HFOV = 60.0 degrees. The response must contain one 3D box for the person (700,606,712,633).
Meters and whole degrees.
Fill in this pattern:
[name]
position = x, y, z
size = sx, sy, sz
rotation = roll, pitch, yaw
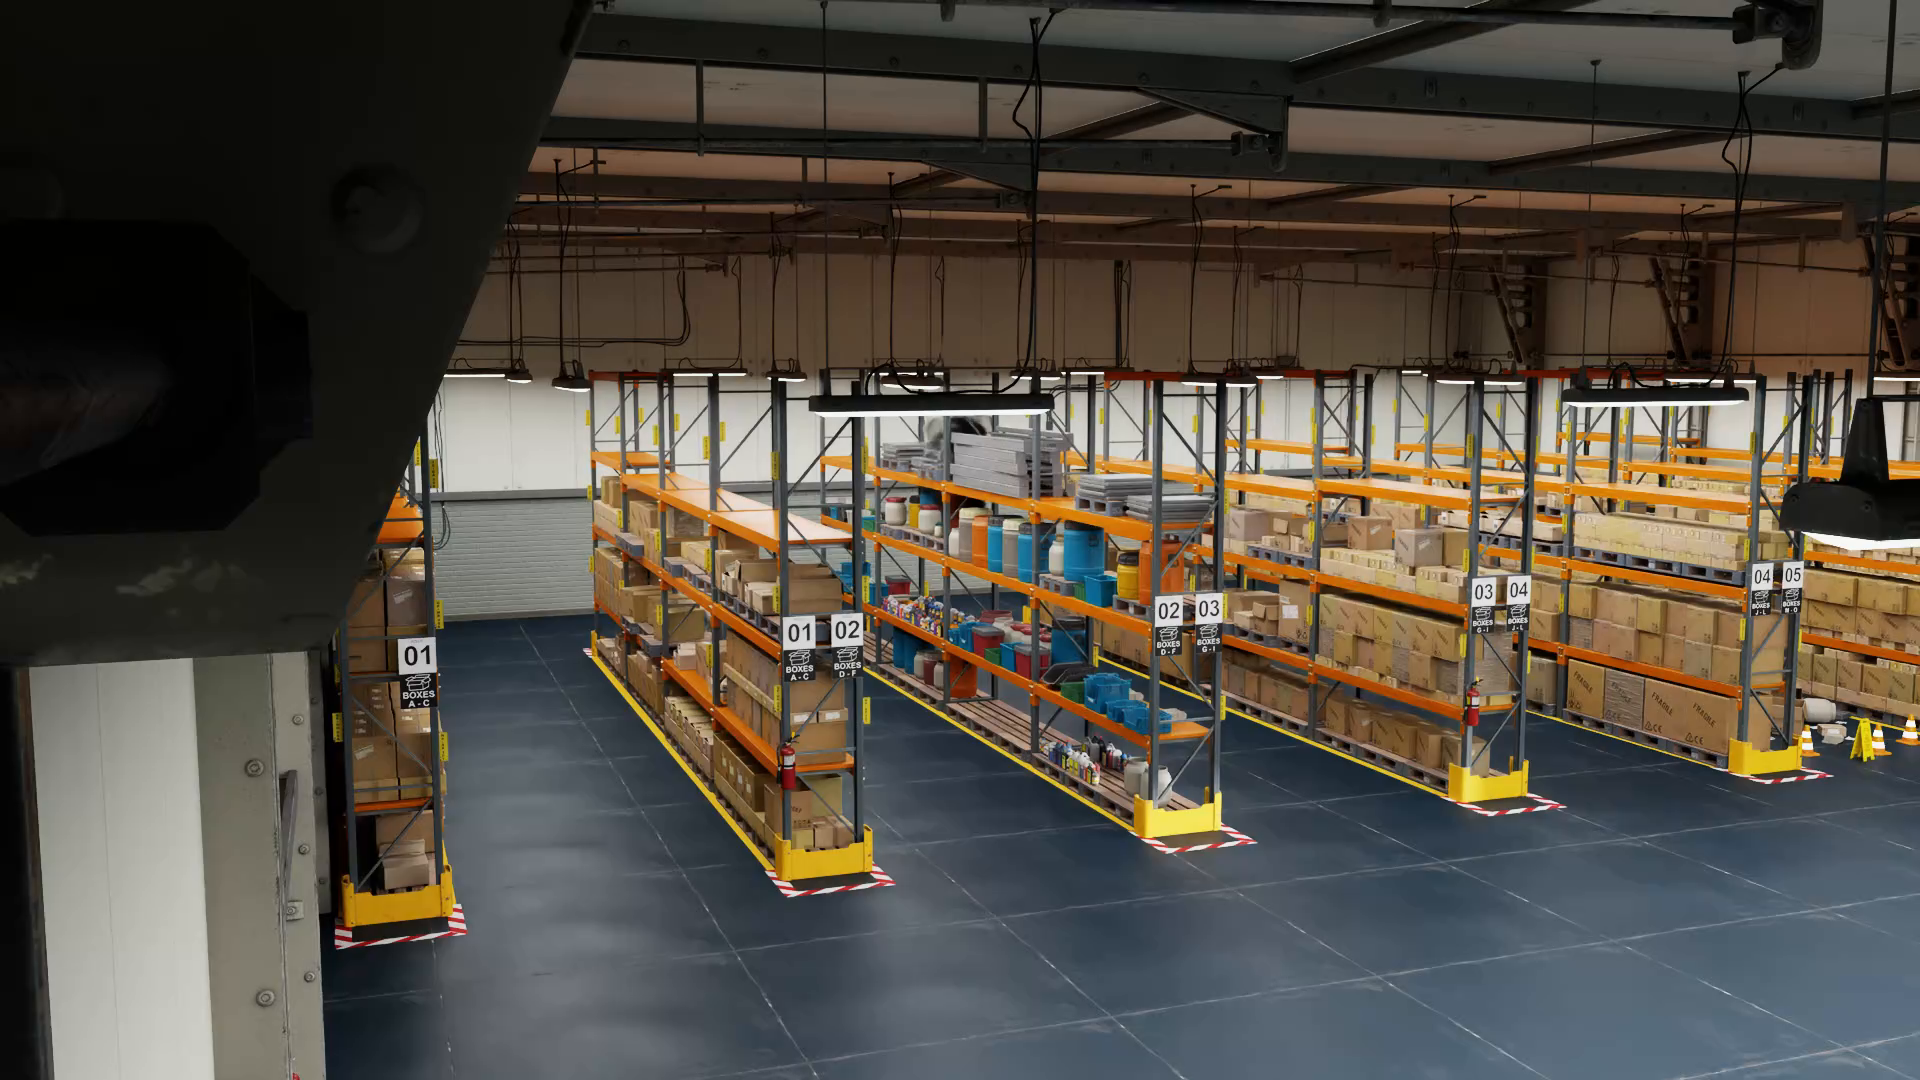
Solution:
[person]
position = -5.339, 1.467, 35.483
size = 0.915, 1.767, 0.727
rotation = 4, 8, 33
